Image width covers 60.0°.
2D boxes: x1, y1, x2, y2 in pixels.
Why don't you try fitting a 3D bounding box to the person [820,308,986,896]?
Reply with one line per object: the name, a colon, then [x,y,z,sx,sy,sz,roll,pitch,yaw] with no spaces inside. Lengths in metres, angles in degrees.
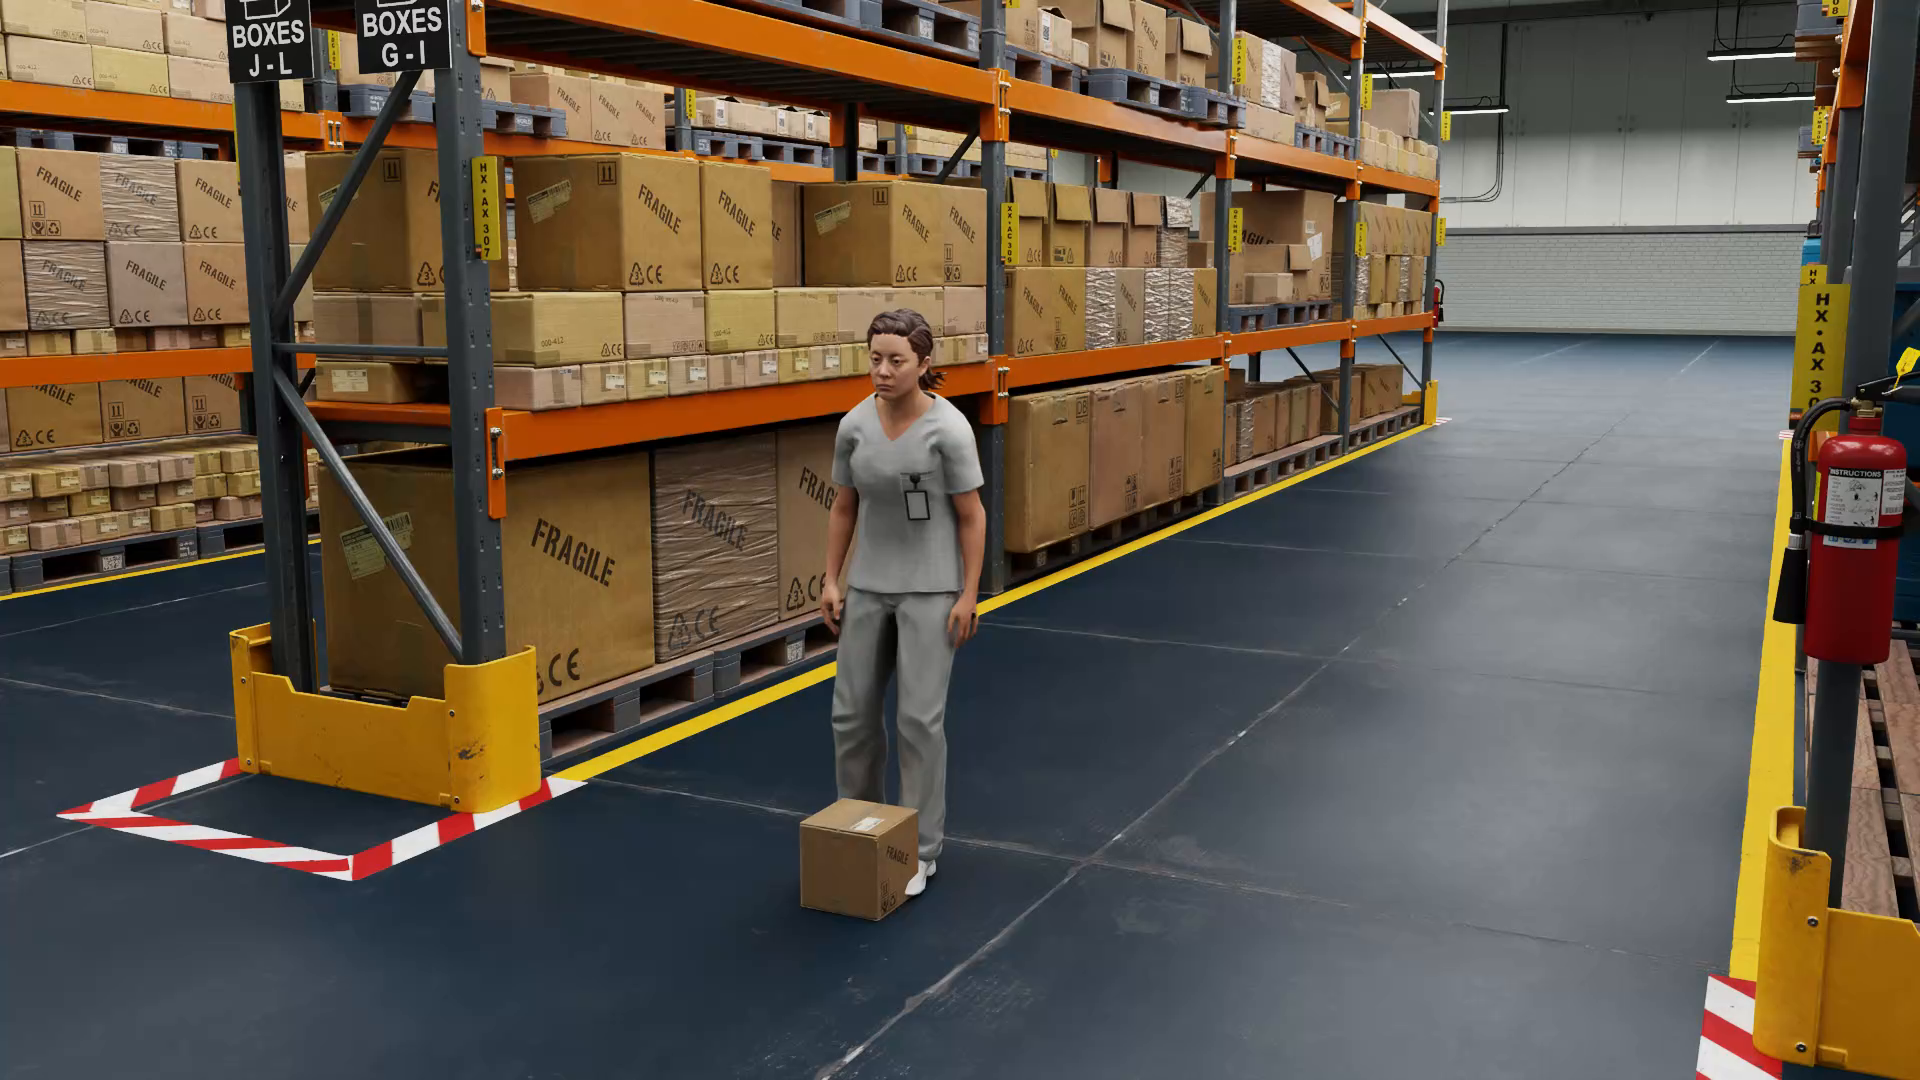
person: [-0.189,0.171,4.813,0.514,1.672,0.412,4,10,23]
